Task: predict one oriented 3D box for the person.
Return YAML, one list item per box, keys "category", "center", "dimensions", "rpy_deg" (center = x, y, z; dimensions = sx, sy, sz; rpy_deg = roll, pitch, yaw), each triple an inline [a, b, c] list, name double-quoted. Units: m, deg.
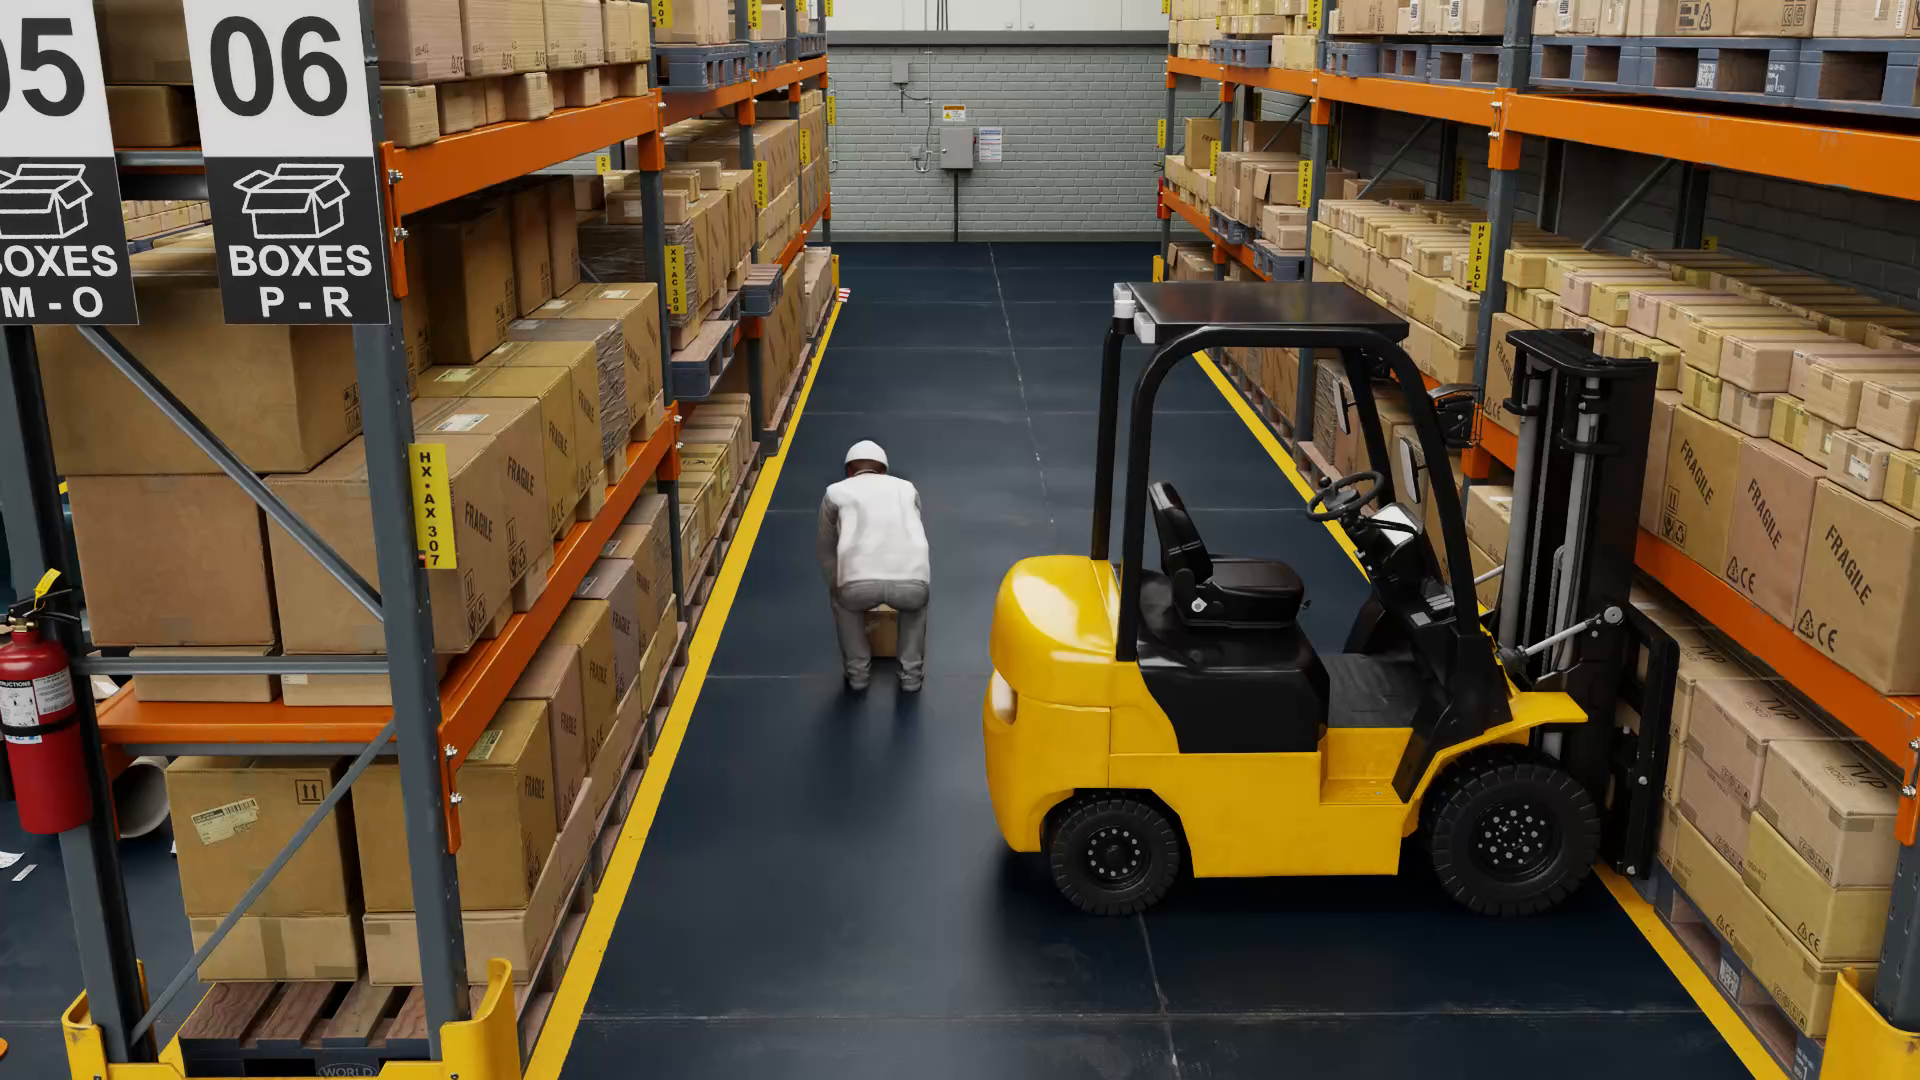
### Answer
- category: "person"
  center: [-0.404, 0.136, 8.166]
  dimensions: [0.512, 1.126, 0.875]
  rpy_deg: [-1, 17, -4]
